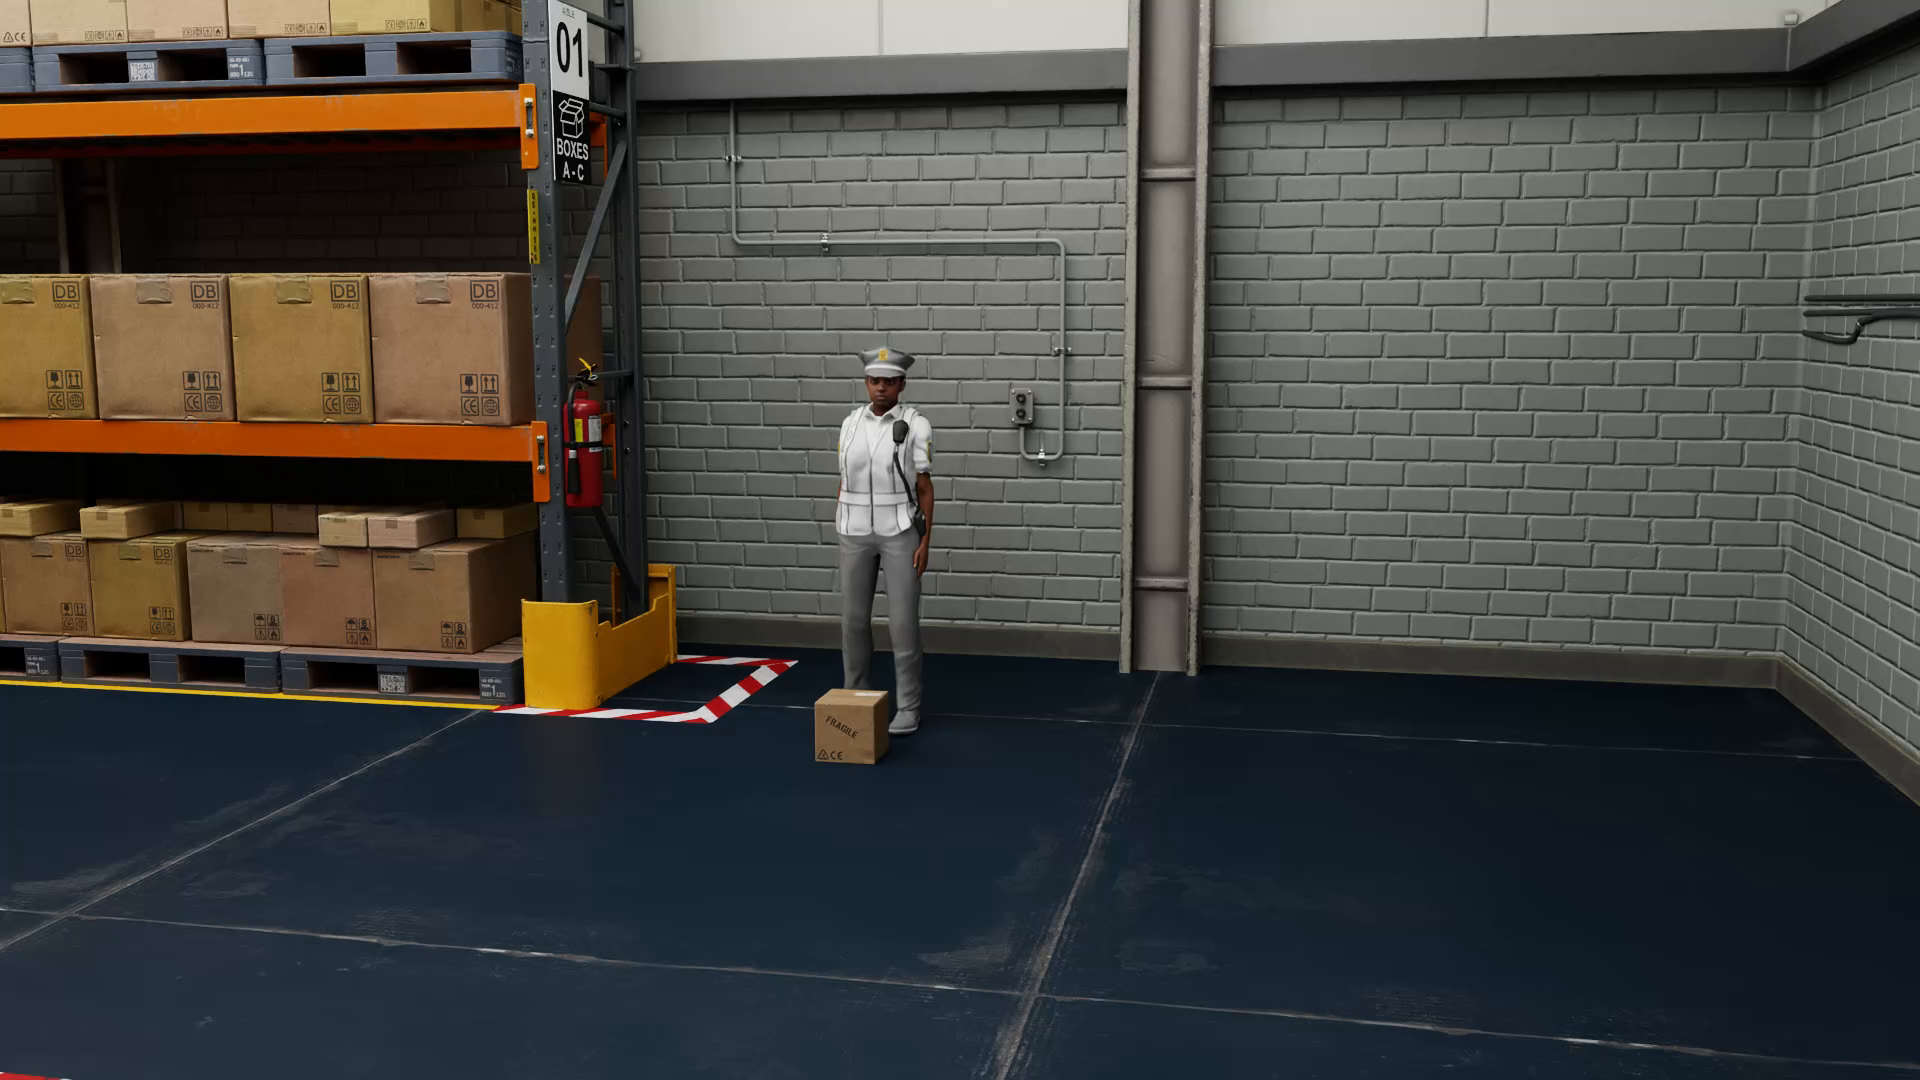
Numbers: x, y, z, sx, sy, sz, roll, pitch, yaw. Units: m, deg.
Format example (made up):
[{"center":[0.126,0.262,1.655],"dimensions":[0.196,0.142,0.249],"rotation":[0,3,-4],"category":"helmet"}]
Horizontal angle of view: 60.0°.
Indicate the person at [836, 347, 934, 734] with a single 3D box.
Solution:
[{"center":[-6.304,0.470,3.533],"dimensions":[10.475,1.882,10.277],"rotation":[2,8,12],"category":"person"}]
